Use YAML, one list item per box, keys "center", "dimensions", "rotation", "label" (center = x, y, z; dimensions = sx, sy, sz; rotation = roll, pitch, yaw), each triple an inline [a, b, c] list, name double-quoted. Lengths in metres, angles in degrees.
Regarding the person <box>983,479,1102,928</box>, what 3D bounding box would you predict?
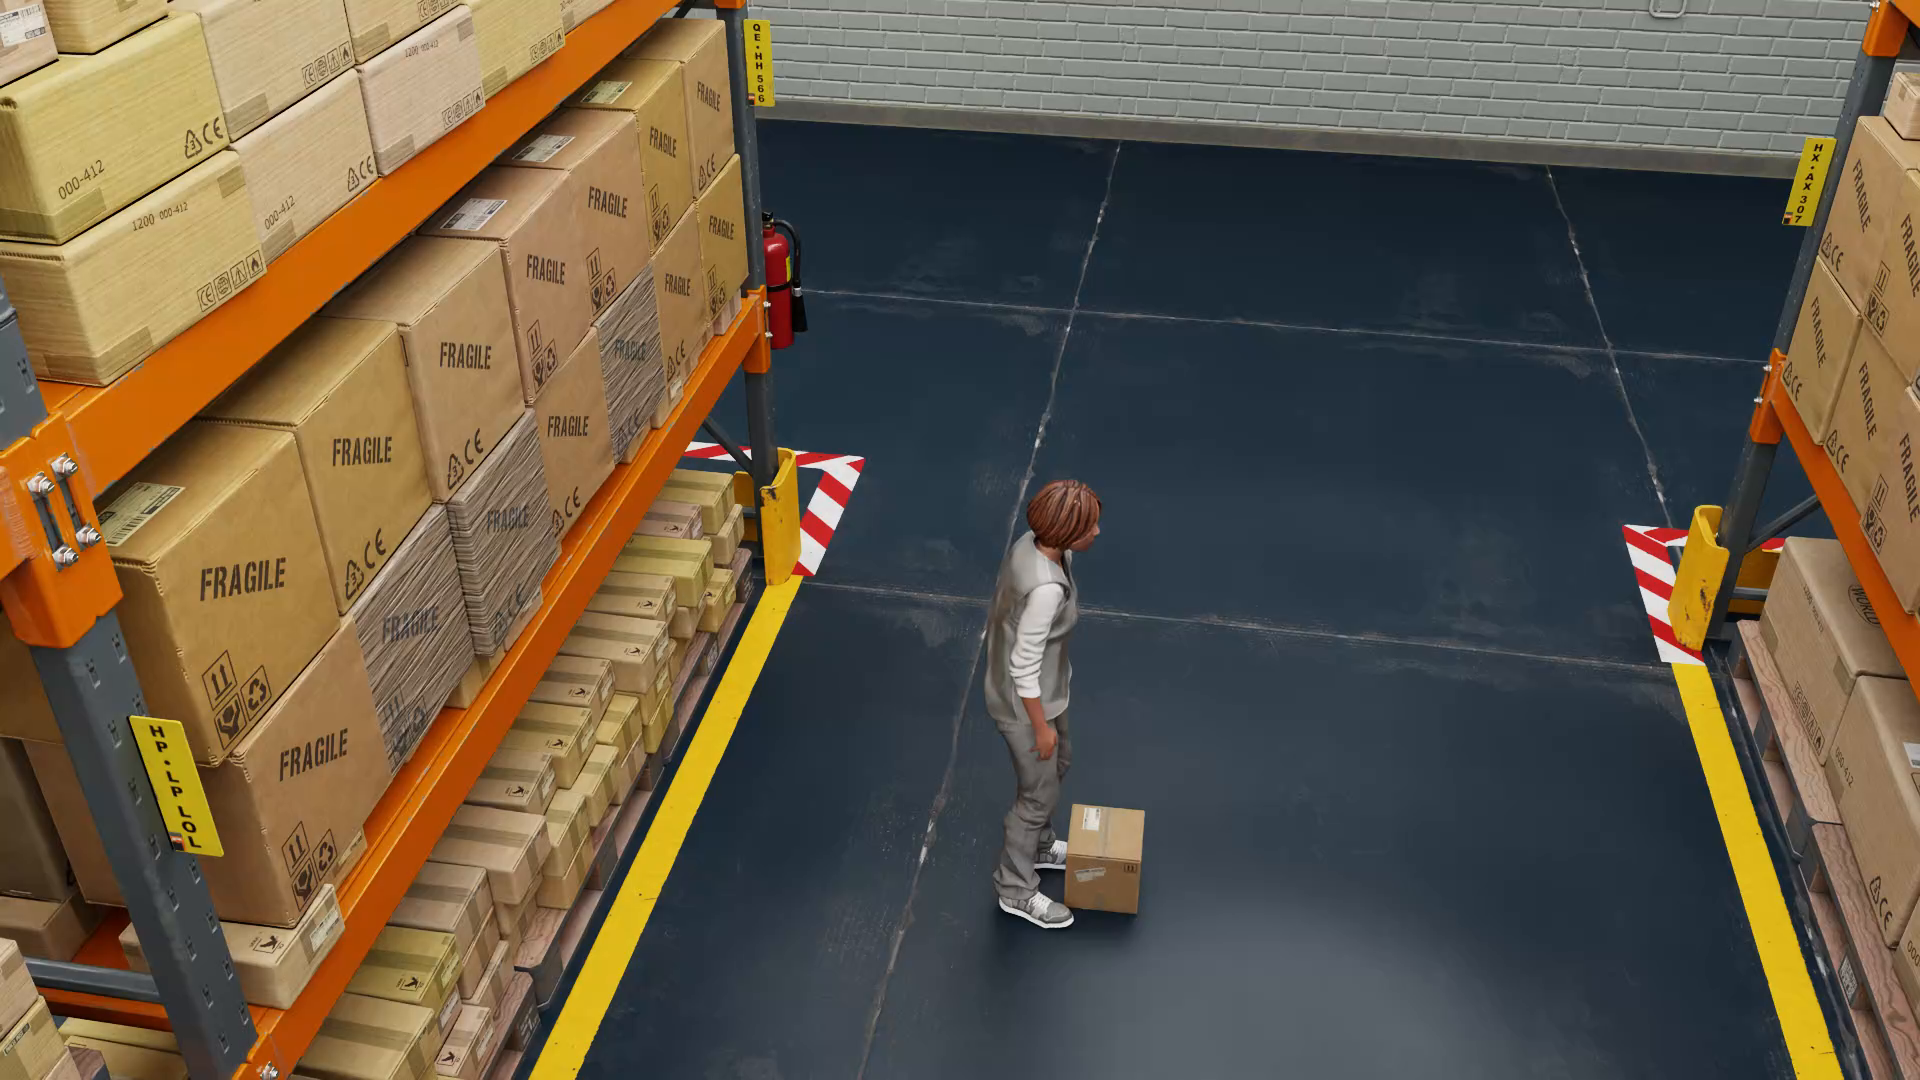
- center: [0.265, 0.510, 5.360]
  dimensions: [0.378, 1.591, 0.482]
  rotation: [3, 33, 5]
  label: "person"
